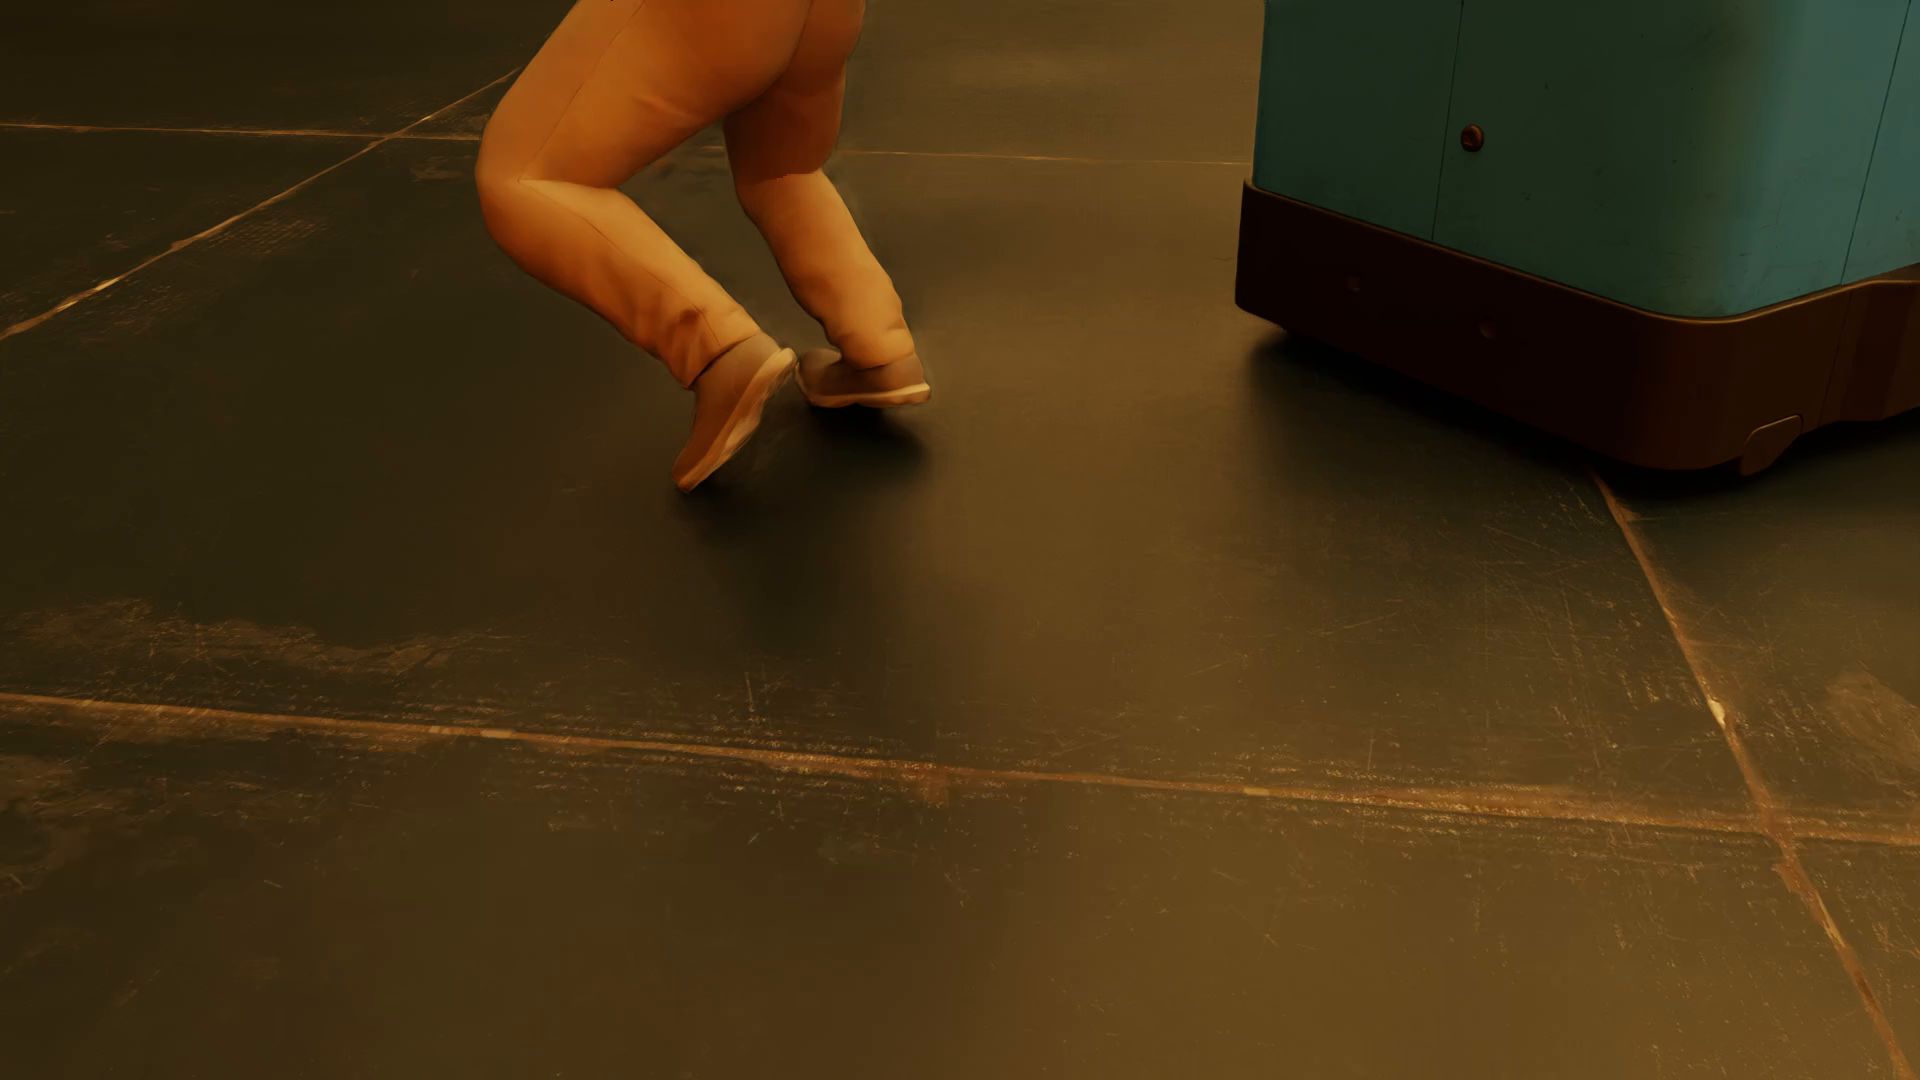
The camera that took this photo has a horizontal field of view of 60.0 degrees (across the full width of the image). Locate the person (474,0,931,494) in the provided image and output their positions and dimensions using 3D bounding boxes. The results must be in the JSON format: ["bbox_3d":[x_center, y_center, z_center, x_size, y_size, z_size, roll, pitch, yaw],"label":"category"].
[{"bbox_3d":[-0.251,-0.915,2.505,0.726,1.660,0.998,17,31,30],"label":"person"}]

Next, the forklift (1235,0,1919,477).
[{"bbox_3d":[2.056,-1.899,3.024,3.031,2.935,1.130,-16,31,-29],"label":"forklift"}]
